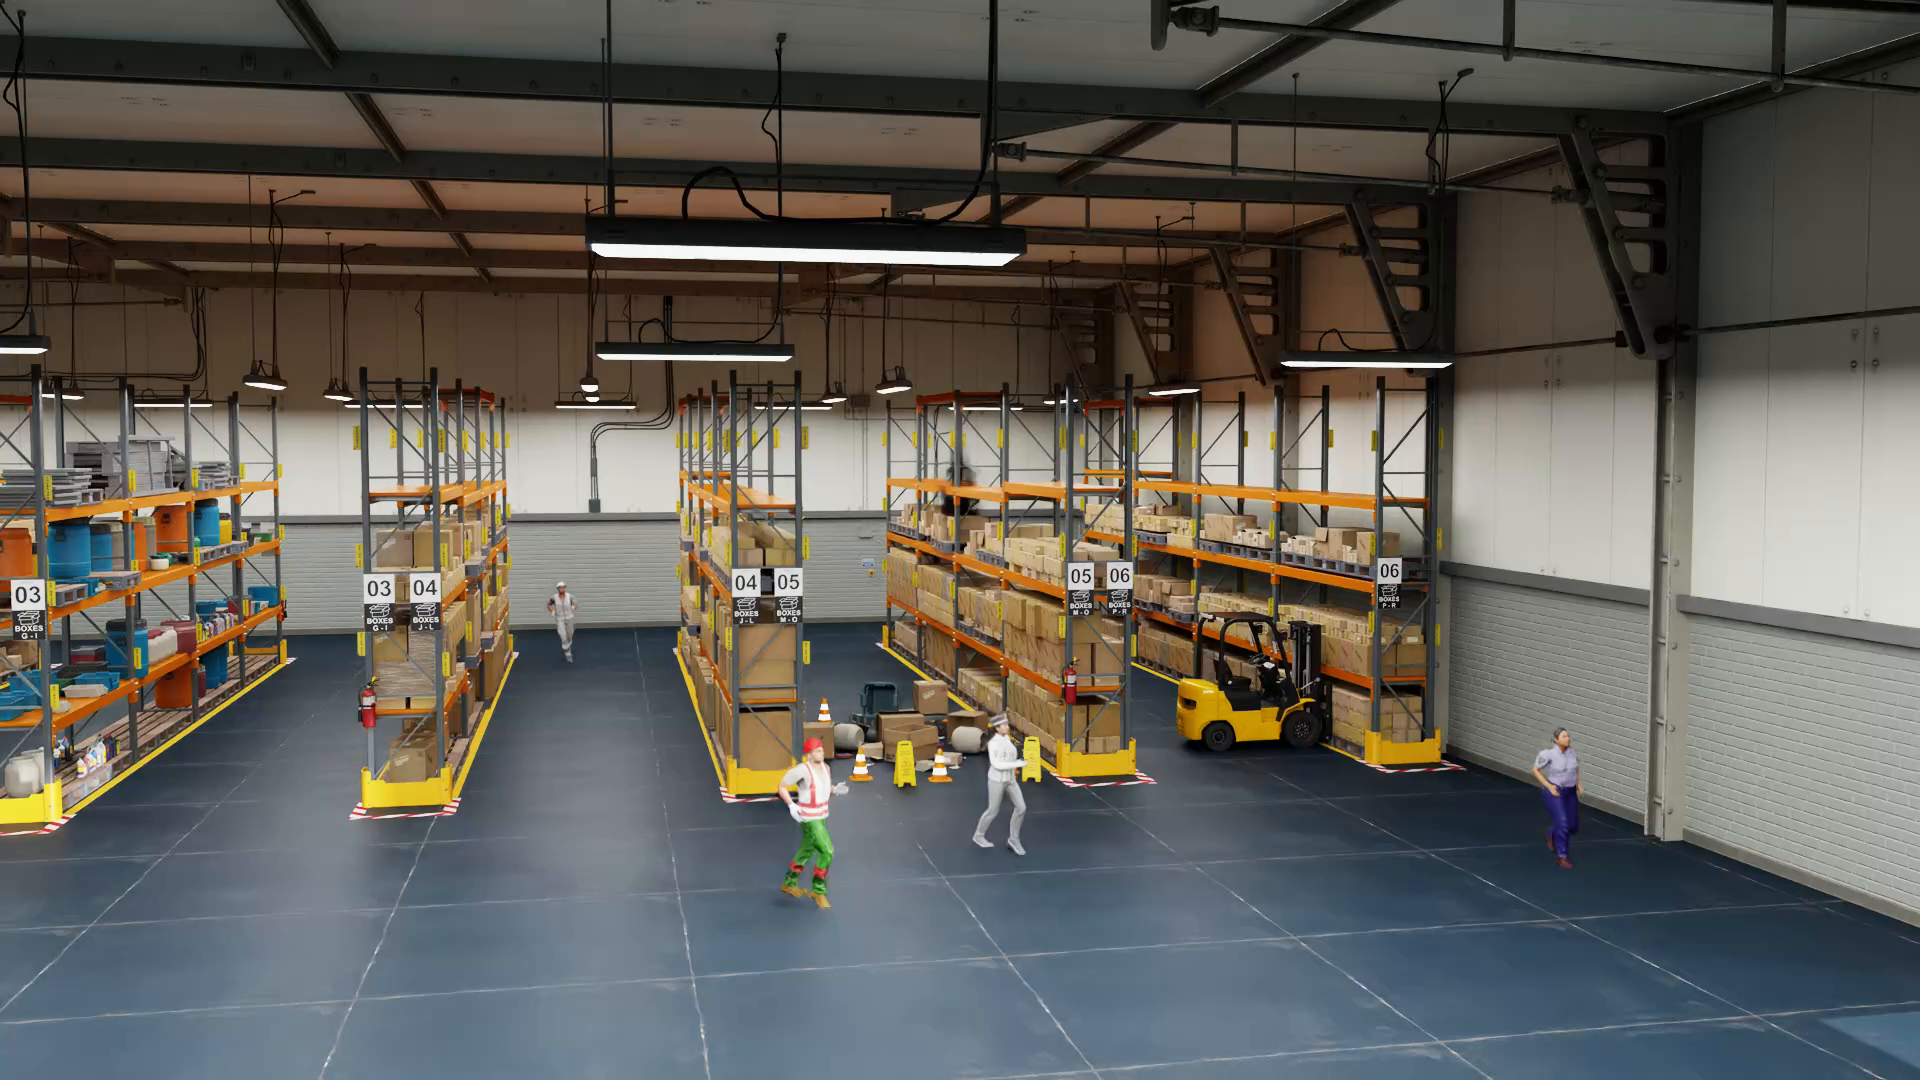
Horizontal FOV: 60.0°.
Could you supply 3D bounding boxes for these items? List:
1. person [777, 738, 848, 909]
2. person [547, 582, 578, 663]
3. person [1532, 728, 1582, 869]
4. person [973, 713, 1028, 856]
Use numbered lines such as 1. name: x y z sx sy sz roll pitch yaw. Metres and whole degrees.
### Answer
1. person: -1.586 3.052 18.003 0.775 1.850 0.615 2 4 24
2. person: -9.034 1.850 37.873 0.662 1.807 0.904 -2 4 -24
3. person: 7.077 3.027 19.717 0.614 1.628 0.652 -1 4 -19
4. person: 0.495 2.954 20.154 0.742 1.744 0.576 2 4 34
